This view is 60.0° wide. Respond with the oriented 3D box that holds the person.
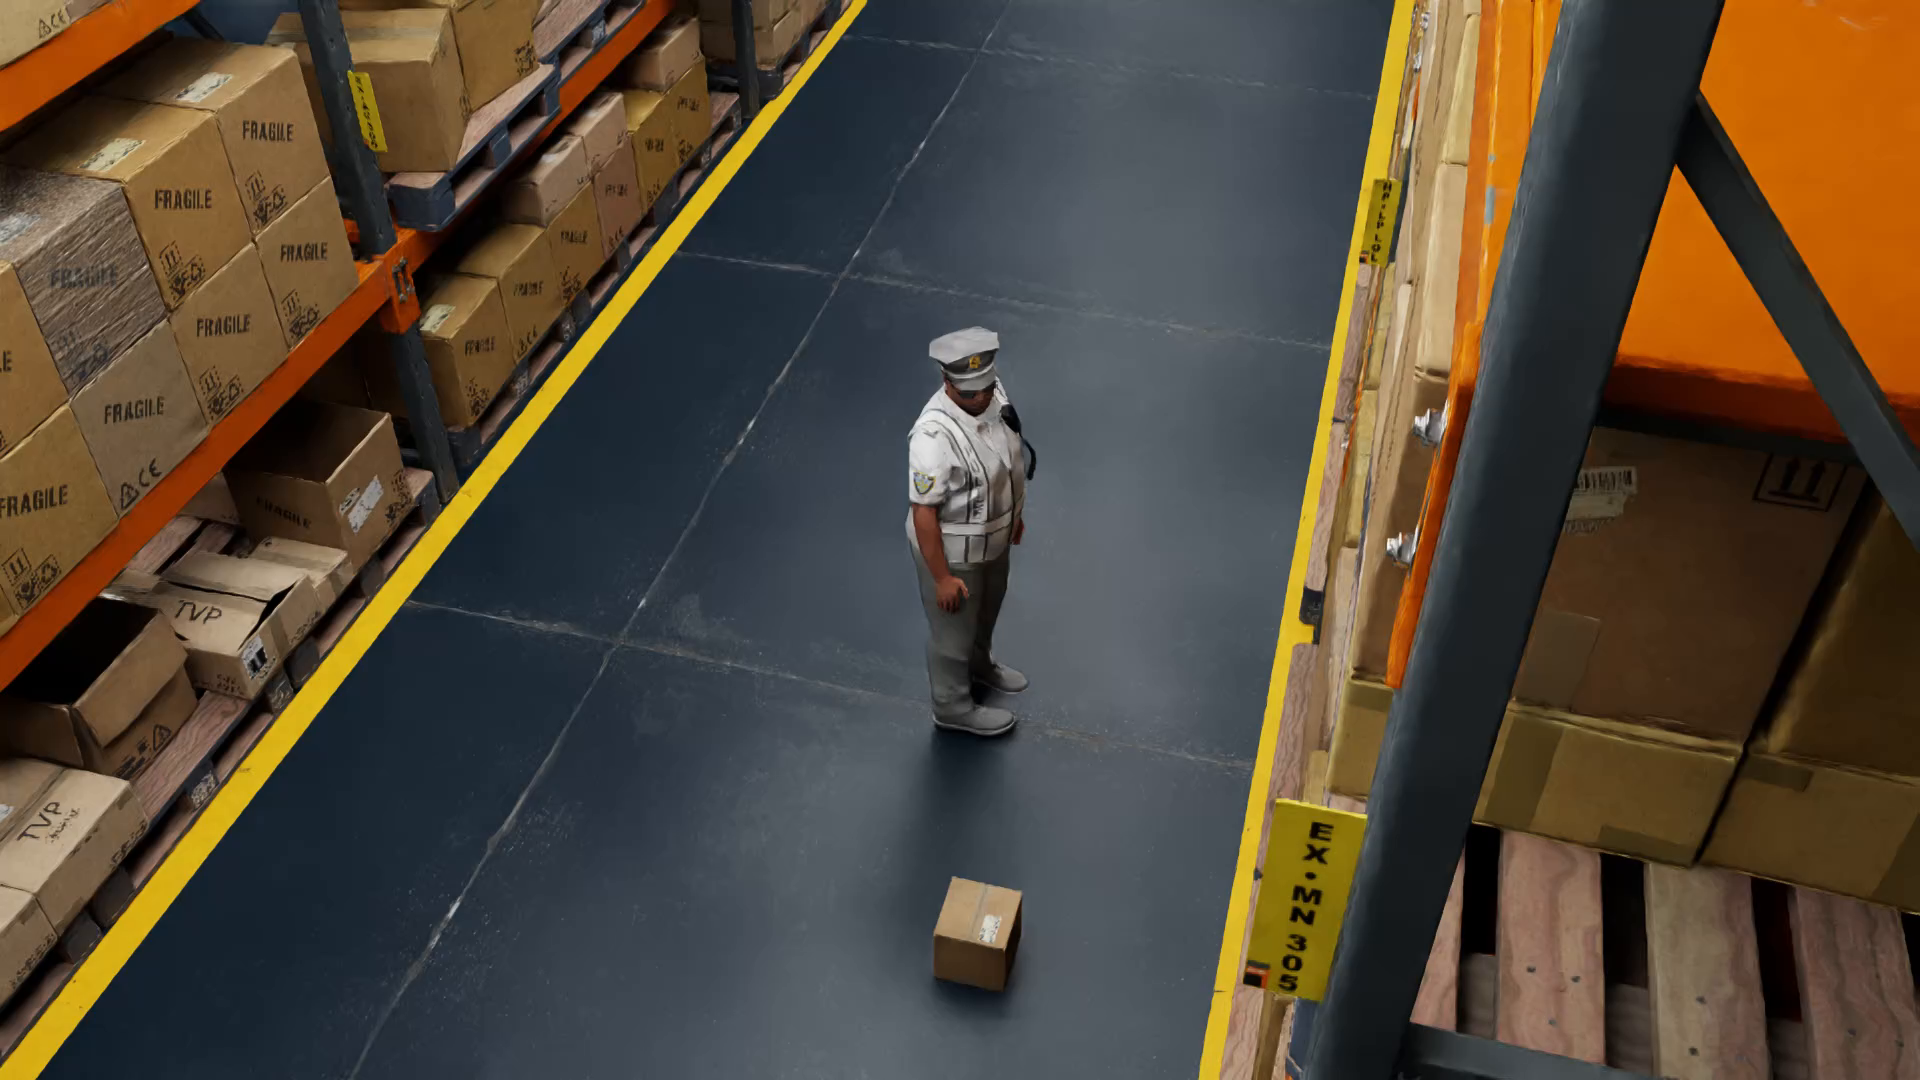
[{"bbox_3d":[0.042,-0.001,6.146,0.442,1.801,0.589,20,45,22],"label":"person"}]
